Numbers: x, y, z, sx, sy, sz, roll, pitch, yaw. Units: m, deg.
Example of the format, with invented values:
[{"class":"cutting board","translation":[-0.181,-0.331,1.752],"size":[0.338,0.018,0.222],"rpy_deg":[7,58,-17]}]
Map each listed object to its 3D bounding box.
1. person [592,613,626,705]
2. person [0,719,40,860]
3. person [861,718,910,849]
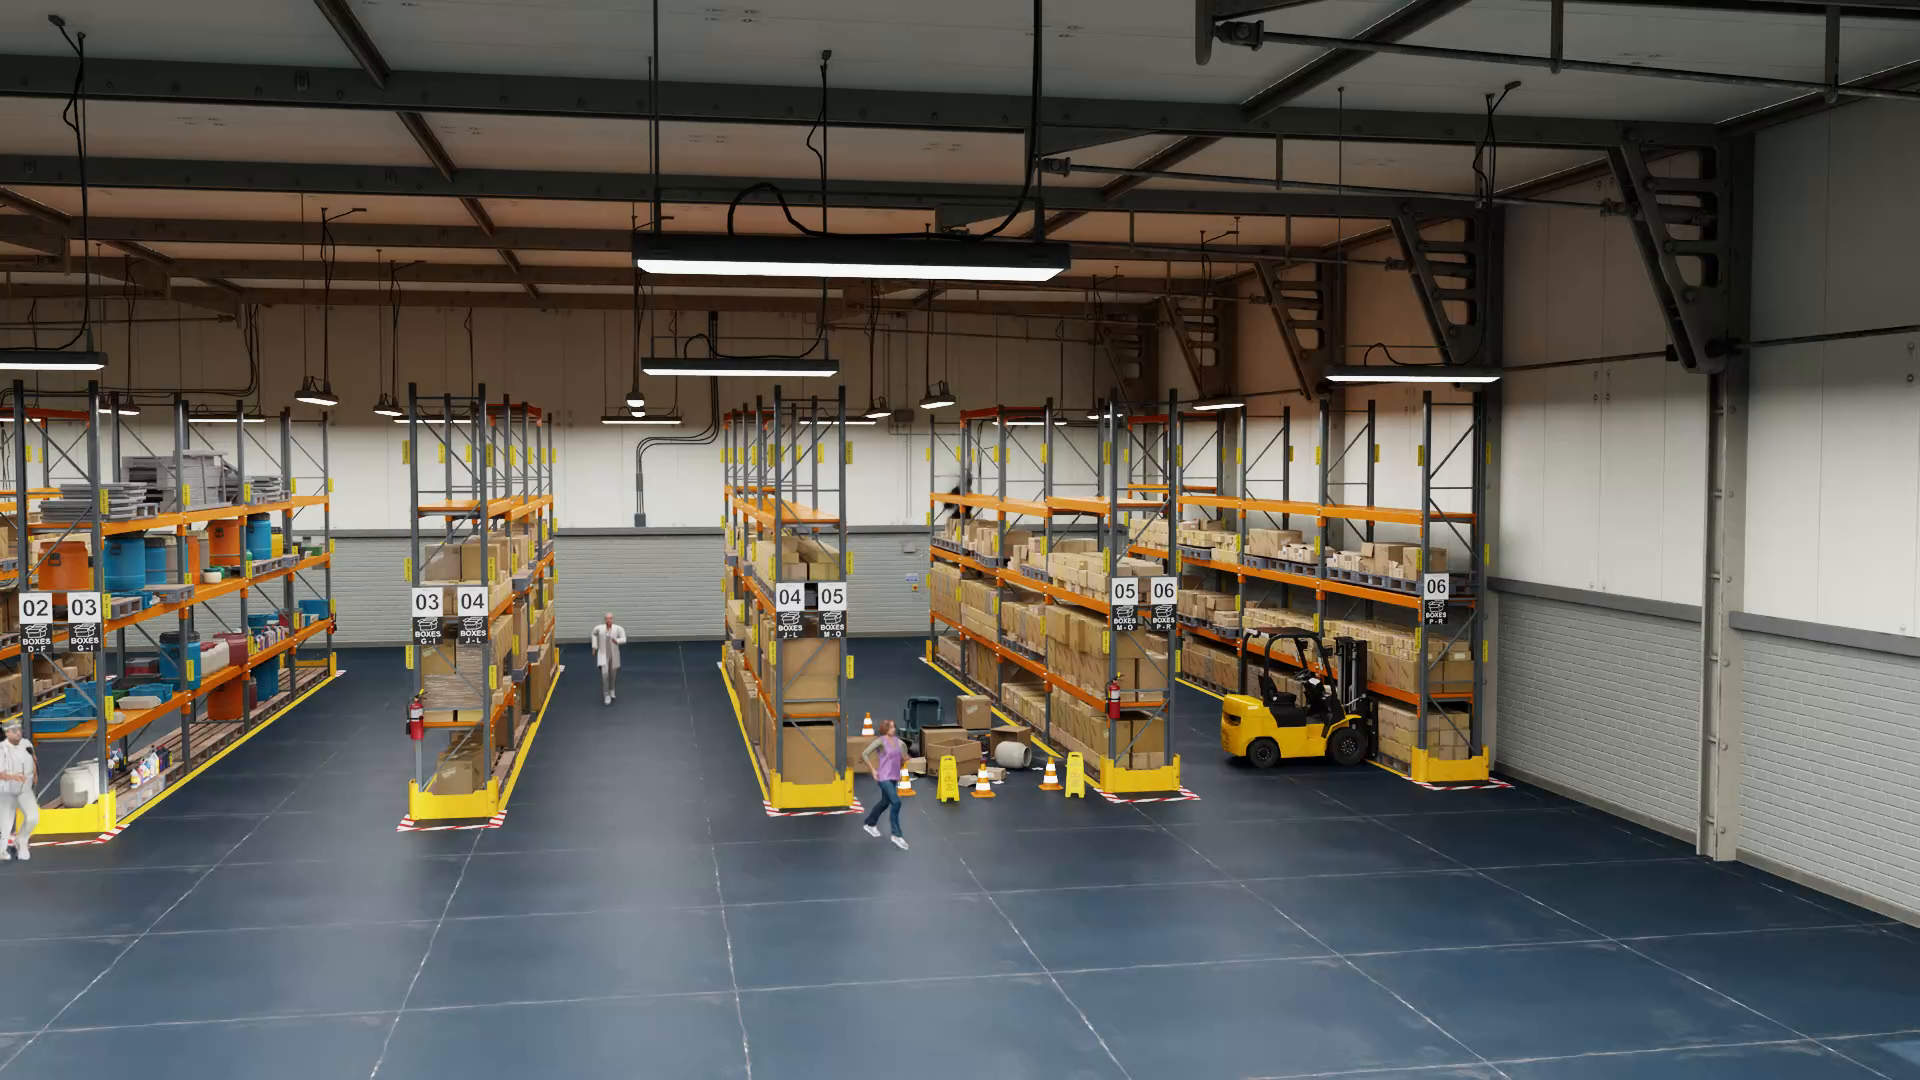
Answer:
[{"class":"person","translation":[-7.121,2.379,33.745],"size":[0.671,1.812,0.960],"rpy_deg":[-1,3,-15]},{"class":"person","translation":[-11.634,3.100,20.516],"size":[0.703,1.813,0.676],"rpy_deg":[2,3,32]},{"class":"person","translation":[-0.951,3.105,21.378],"size":[0.758,1.635,0.513],"rpy_deg":[2,3,30]}]
